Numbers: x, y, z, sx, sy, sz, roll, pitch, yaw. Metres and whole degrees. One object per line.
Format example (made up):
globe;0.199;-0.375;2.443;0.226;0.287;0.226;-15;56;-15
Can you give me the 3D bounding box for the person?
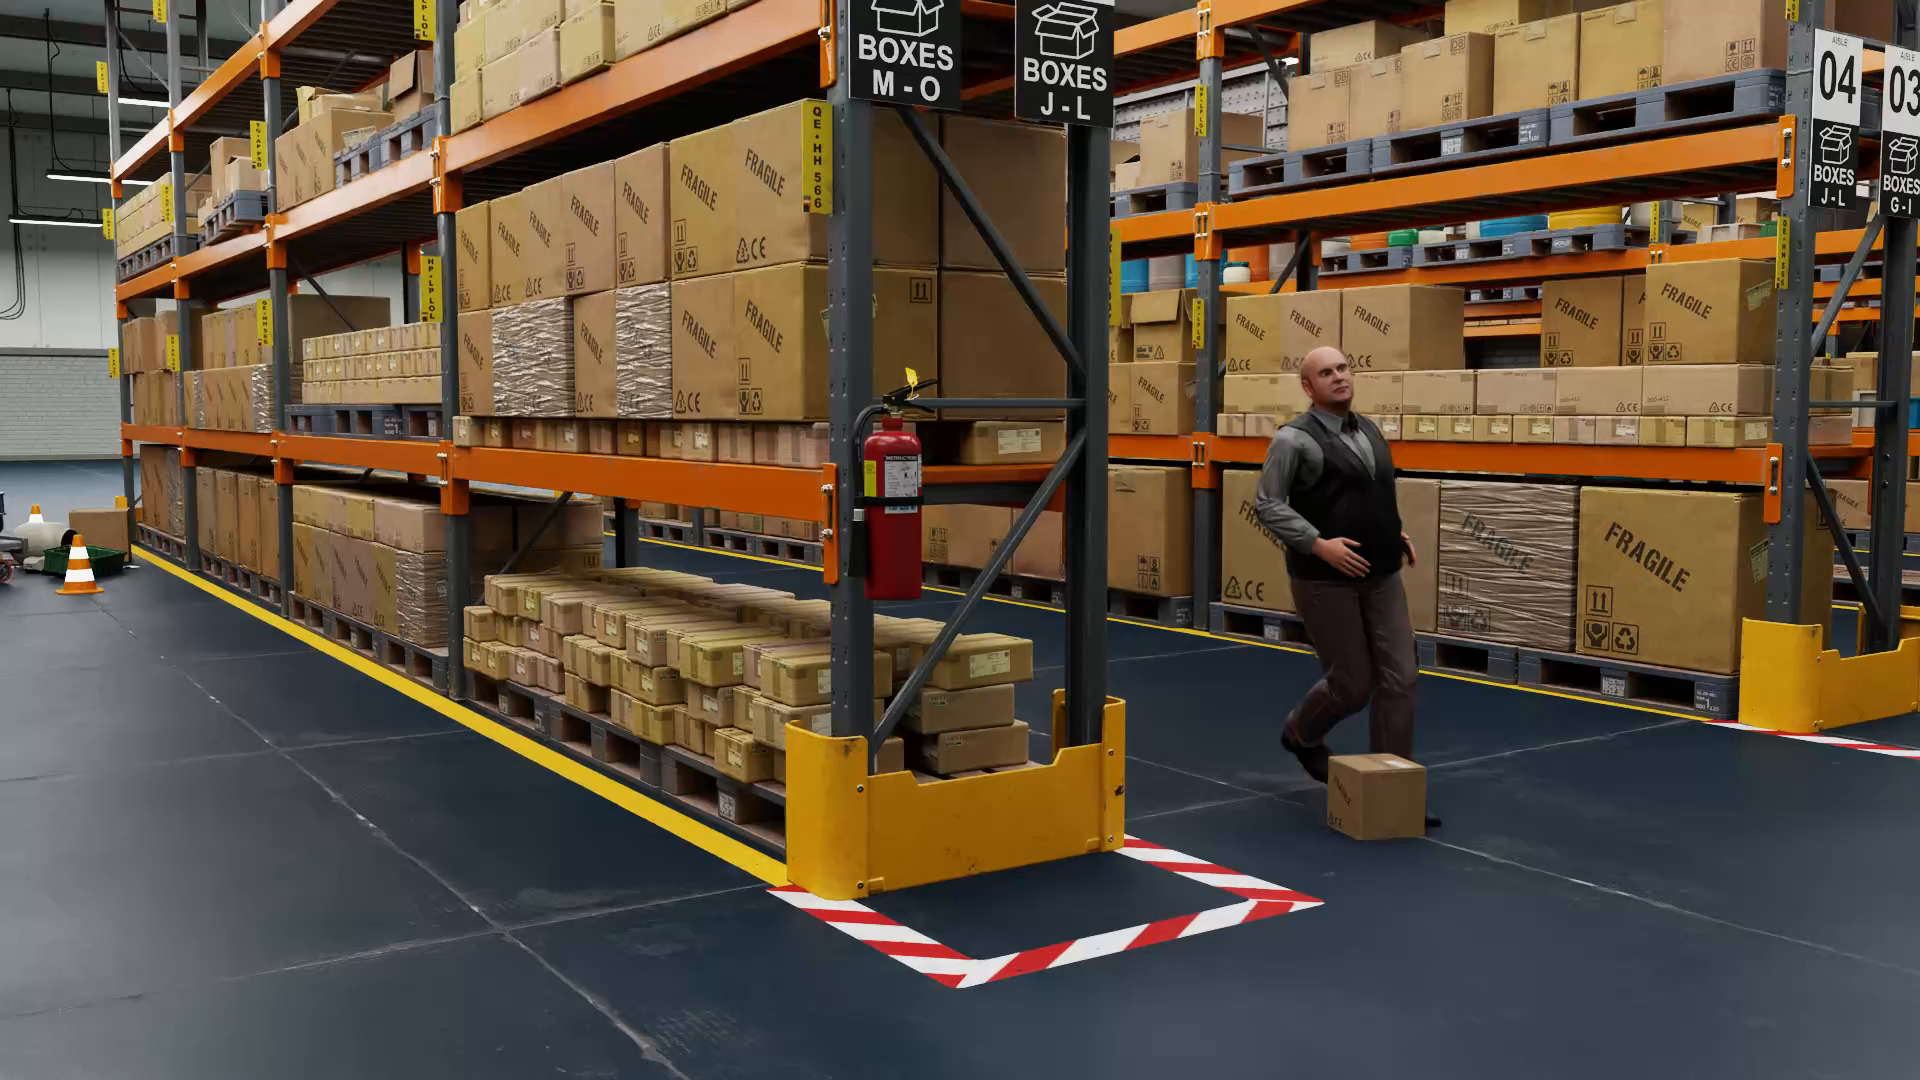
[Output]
person;1.359;0.161;6.085;0.695;1.725;0.704;-2;5;-28
